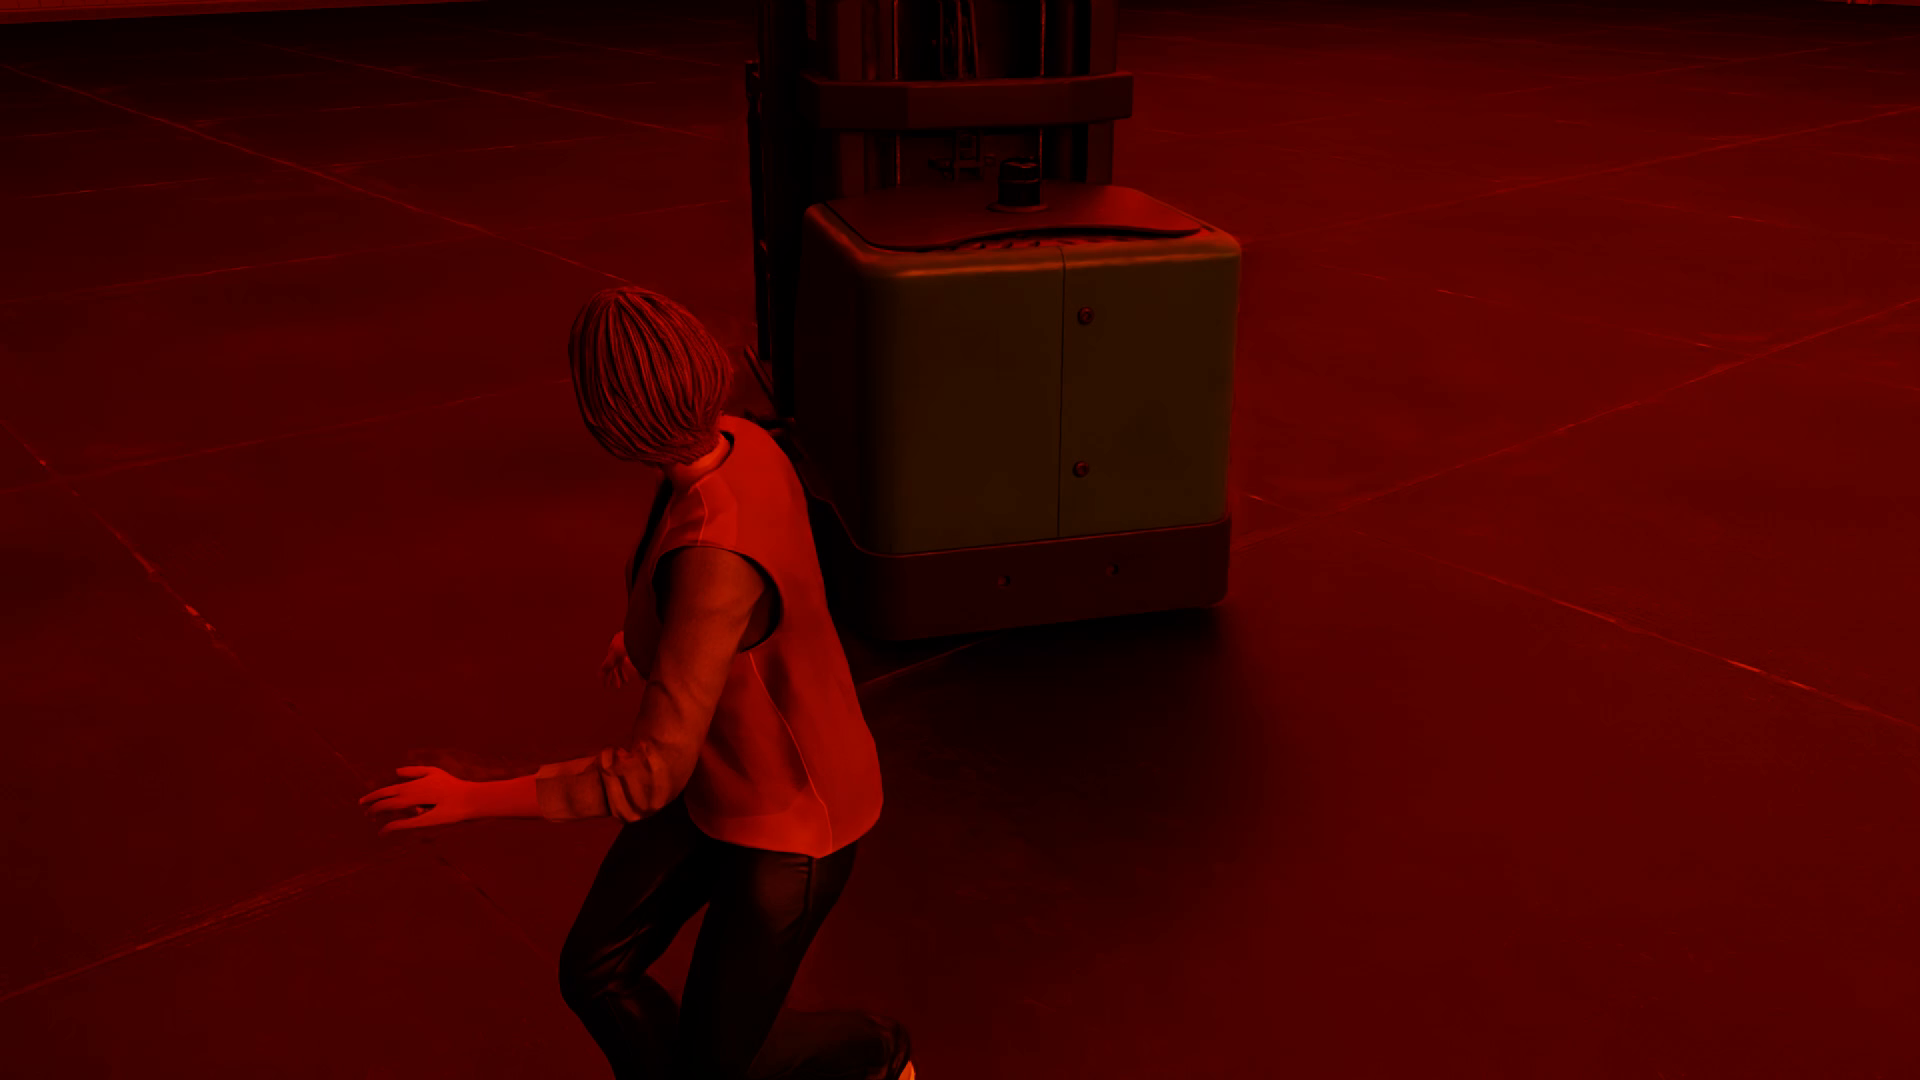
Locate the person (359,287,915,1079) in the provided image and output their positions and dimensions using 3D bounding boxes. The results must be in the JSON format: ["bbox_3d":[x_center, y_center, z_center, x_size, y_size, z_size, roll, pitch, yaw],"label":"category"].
[{"bbox_3d":[-0.437,0.358,2.339,0.770,1.474,0.745,-10,24,-23],"label":"person"}]

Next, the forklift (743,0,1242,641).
[{"bbox_3d":[-0.135,-1.614,5.281,1.130,2.935,3.031,-6,23,-14],"label":"forklift"}]
